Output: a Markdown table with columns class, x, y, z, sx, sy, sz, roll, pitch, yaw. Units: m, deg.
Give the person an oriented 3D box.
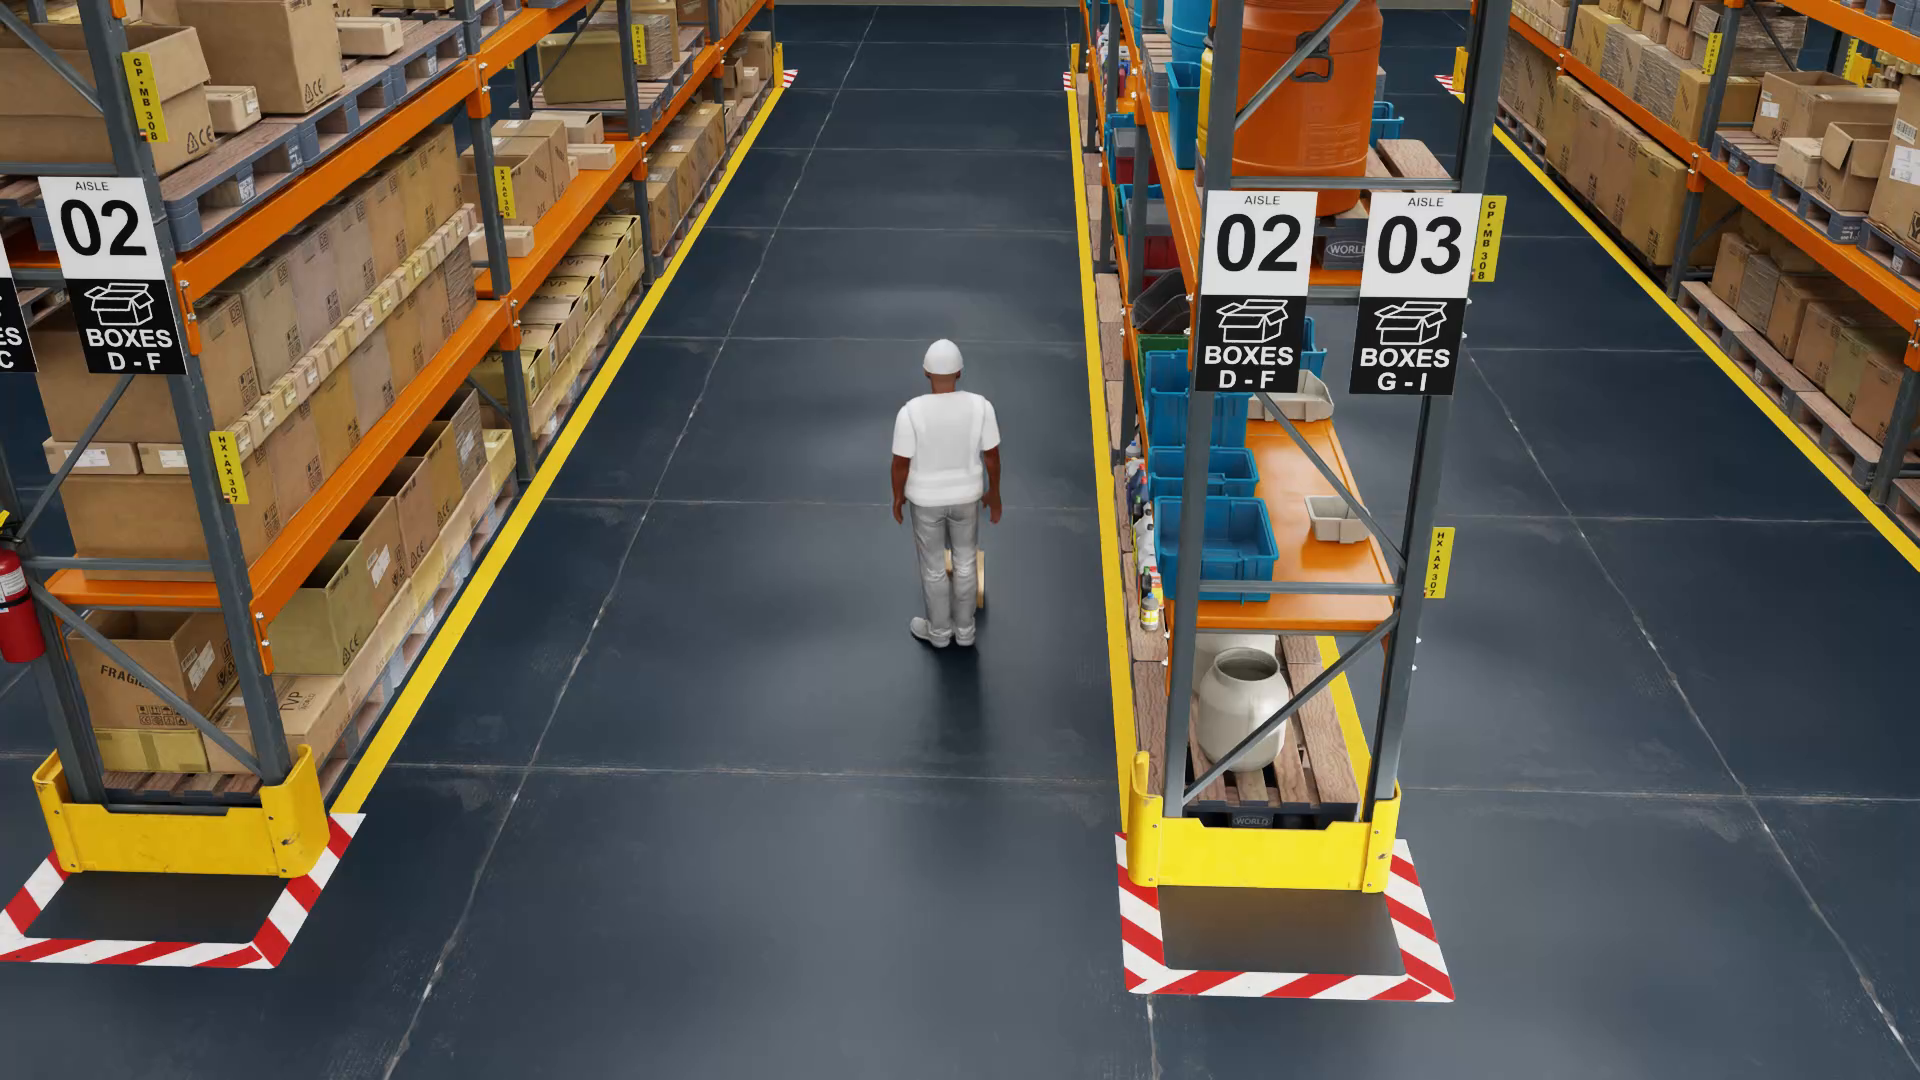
| class | x | y | z | sx | sy | sz | roll | pitch | yaw |
| --- | --- | --- | --- | --- | --- | --- | --- | --- | --- |
| person | -0.074 | -0.243 | 9.017 | 0.605 | 1.766 | 0.360 | -5 | 28 | -9 |
